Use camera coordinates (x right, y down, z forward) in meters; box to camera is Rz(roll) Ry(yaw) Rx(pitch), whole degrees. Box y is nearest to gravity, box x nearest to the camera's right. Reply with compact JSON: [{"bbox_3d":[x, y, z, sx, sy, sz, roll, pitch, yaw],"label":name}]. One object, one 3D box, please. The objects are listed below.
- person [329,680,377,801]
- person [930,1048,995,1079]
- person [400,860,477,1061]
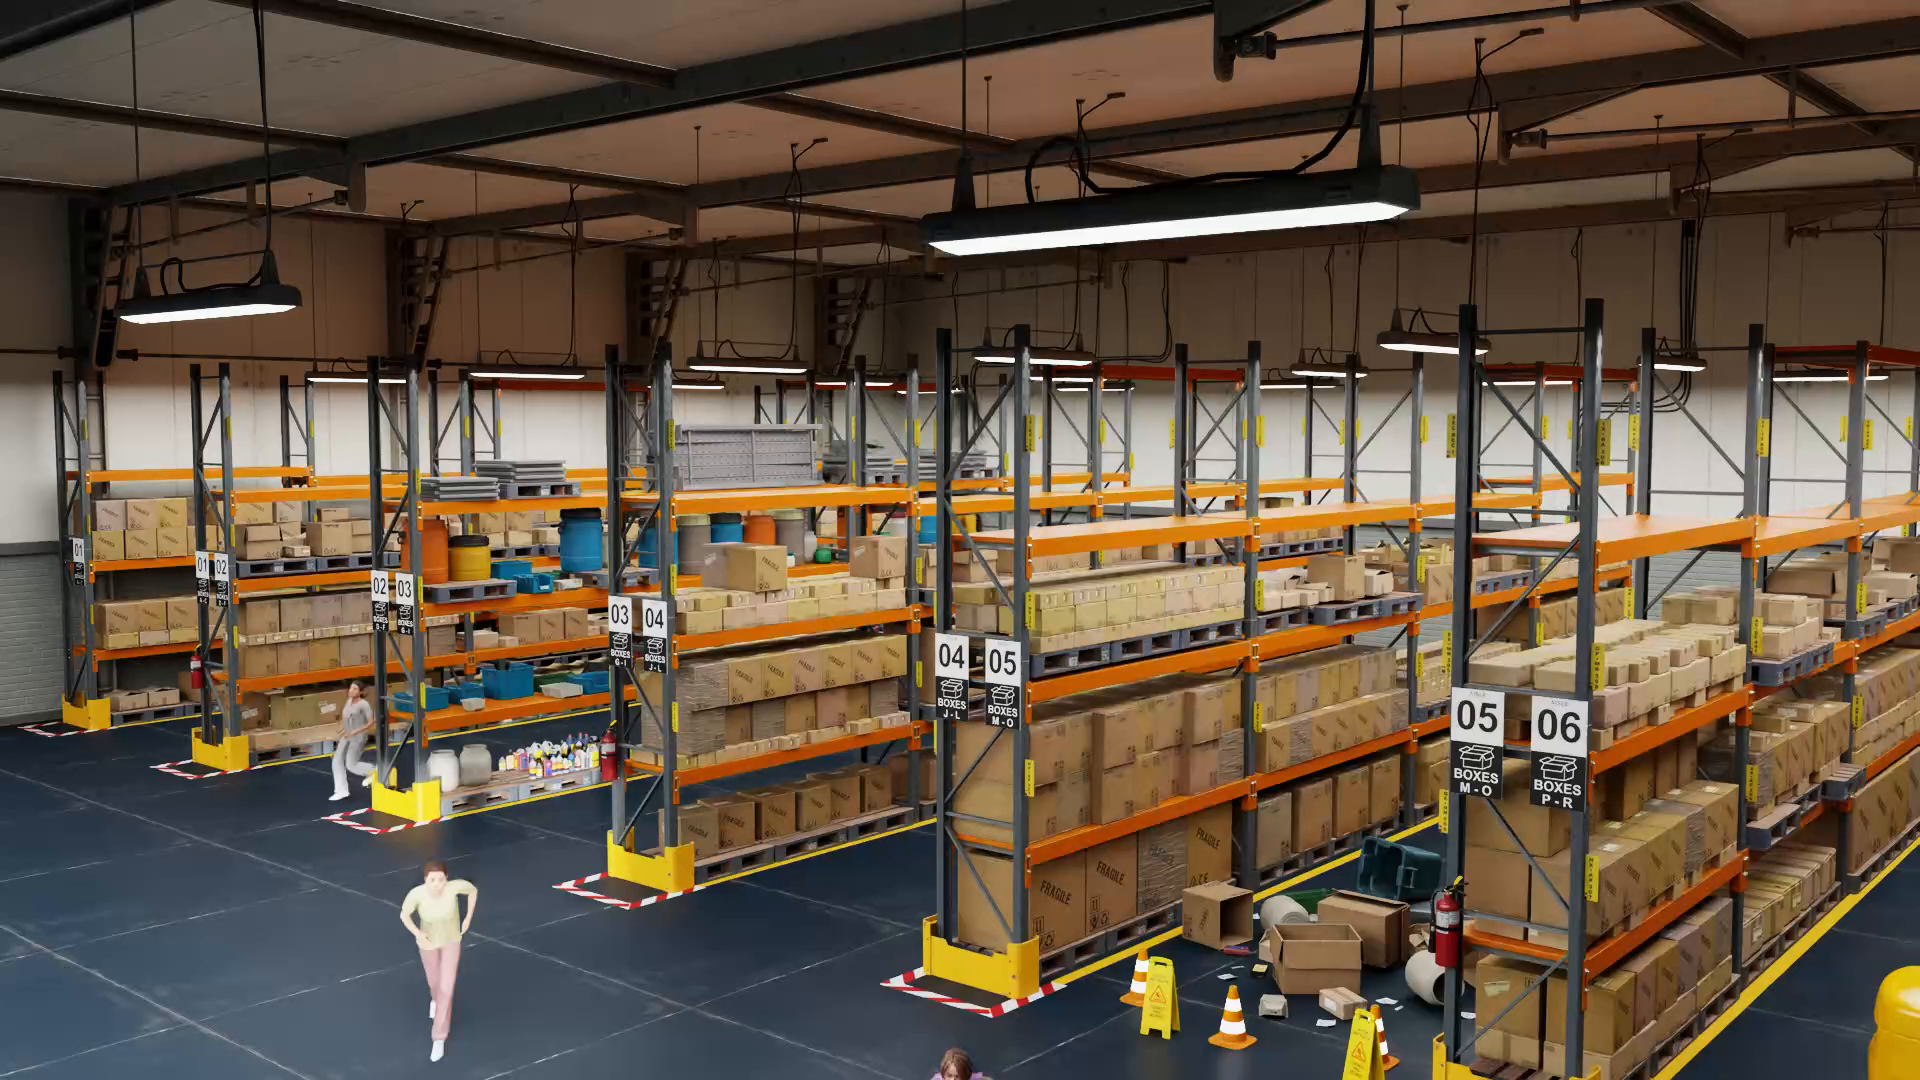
[{"bbox_3d":[-8.244,2.721,22.758,0.605,1.640,0.765,2,5,28],"label":"person"},{"bbox_3d":[0.045,3.699,10.028,0.571,1.547,0.915,0,4,7],"label":"person"},{"bbox_3d":[-4.339,3.386,13.862,0.614,1.625,1.004,-1,4,-20],"label":"person"}]
